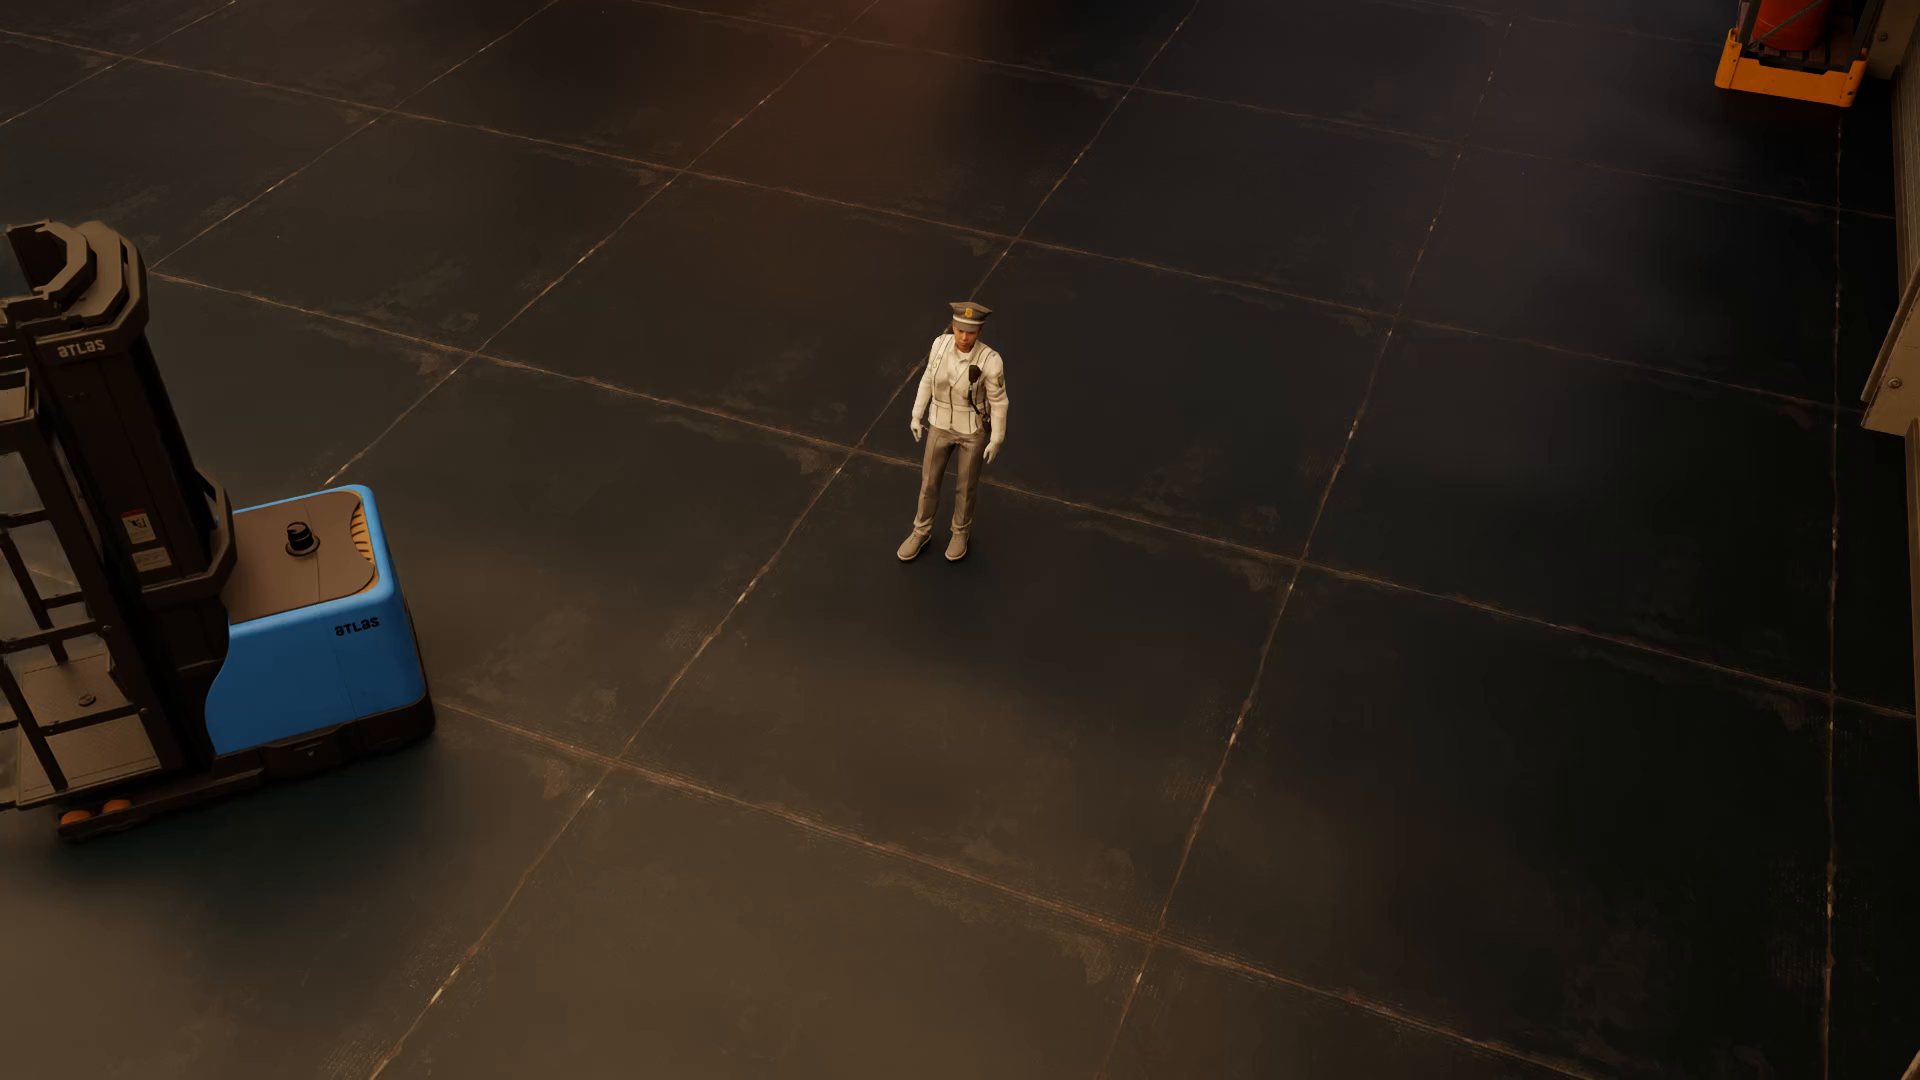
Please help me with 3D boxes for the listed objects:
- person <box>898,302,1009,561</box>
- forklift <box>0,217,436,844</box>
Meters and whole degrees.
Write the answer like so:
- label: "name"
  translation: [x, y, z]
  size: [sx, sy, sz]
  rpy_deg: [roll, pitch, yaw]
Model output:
- label: "person"
  translation: [-0.040, -0.619, 9.698]
  size: [0.569, 1.696, 0.534]
  rpy_deg: [15, 42, 17]
- label: "forklift"
  translation: [-4.405, 0.024, 7.978]
  size: [3.031, 2.935, 1.130]
  rpy_deg: [-15, 42, -17]
